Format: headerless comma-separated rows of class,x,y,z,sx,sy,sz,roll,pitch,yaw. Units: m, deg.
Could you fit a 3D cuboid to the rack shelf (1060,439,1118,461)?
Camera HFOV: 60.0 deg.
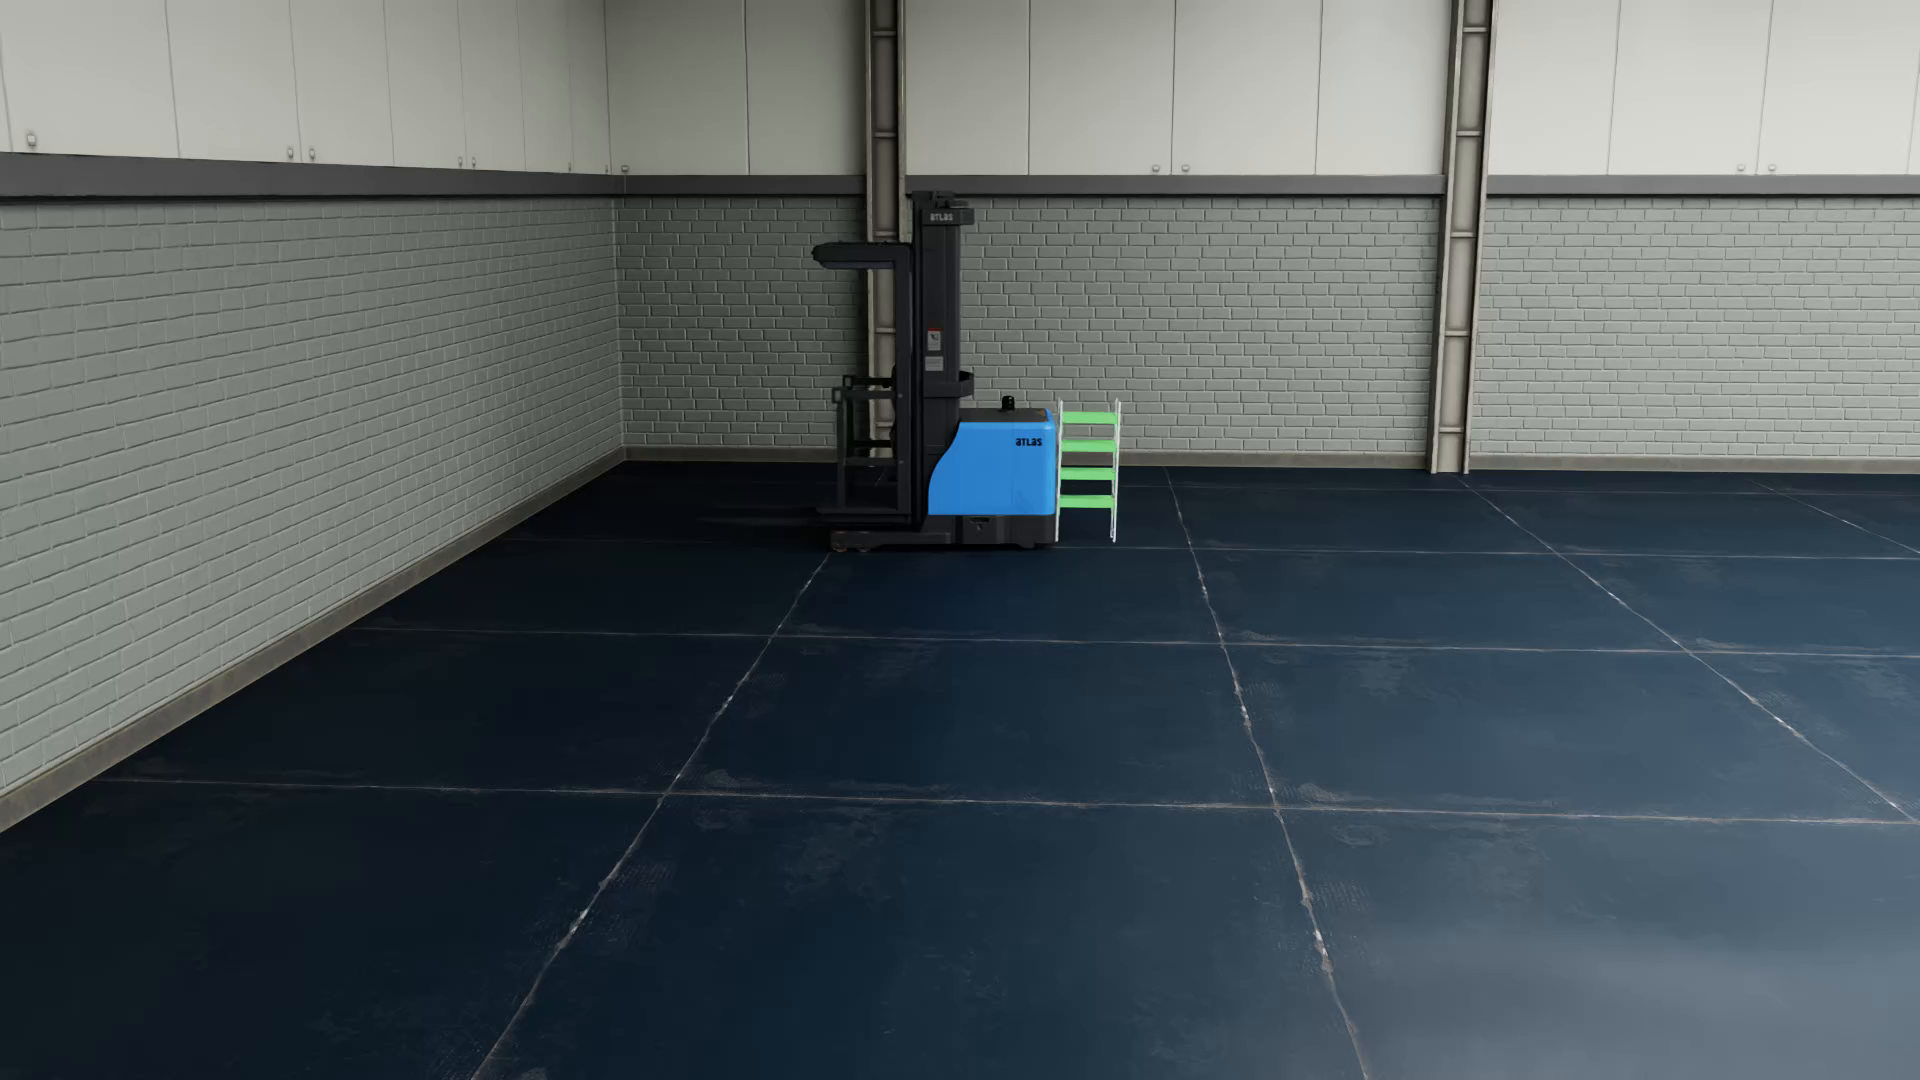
rack shelf,1.085,-0.771,14.137,0.480,0.148,0.258,1,12,-2

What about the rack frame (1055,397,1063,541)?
rack frame,0.838,-0.602,14.167,0.015,1.200,0.240,1,12,-2

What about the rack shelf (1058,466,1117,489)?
rack shelf,1.080,-0.536,14.186,0.480,0.148,0.258,1,12,-2

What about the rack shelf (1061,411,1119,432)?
rack shelf,1.090,-1.006,14.088,0.480,0.148,0.258,1,12,-2

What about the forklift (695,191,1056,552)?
forklift,-0.708,-1.446,14.023,3.031,2.935,1.130,0,12,1

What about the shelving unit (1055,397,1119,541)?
shelving unit,1.076,-0.599,14.173,0.492,1.200,0.258,1,12,-2

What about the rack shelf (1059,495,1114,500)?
rack shelf,1.077,-0.353,14.225,0.457,0.021,0.221,1,12,-2
